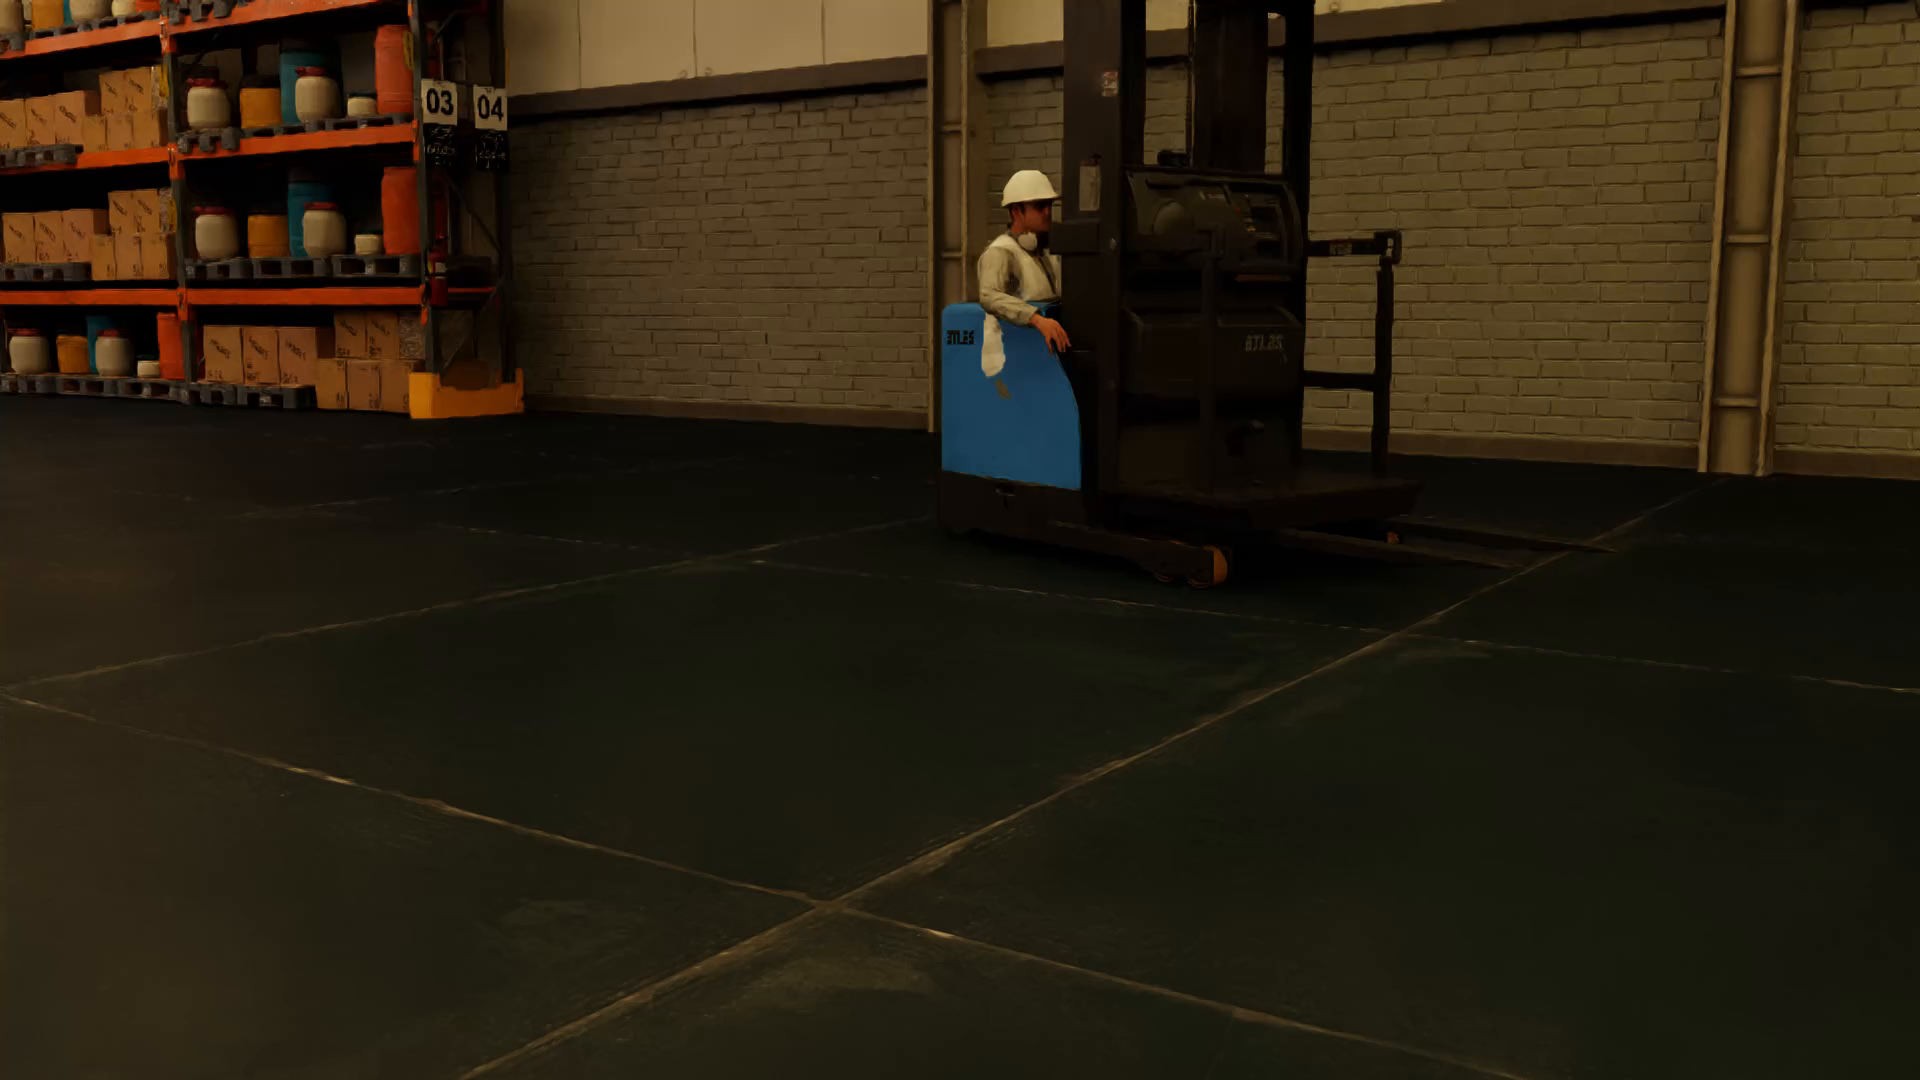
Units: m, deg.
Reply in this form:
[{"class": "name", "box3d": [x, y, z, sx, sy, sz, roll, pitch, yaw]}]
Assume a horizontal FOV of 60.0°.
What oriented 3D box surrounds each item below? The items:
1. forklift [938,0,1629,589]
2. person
[{"class": "forklift", "box3d": [1.172, -1.342, 6.627, 1.130, 2.935, 3.031, -6, 10, -36]}, {"class": "person", "box3d": [0.425, -0.767, 7.305, 0.674, 1.691, 0.881, 6, 10, 35]}]
